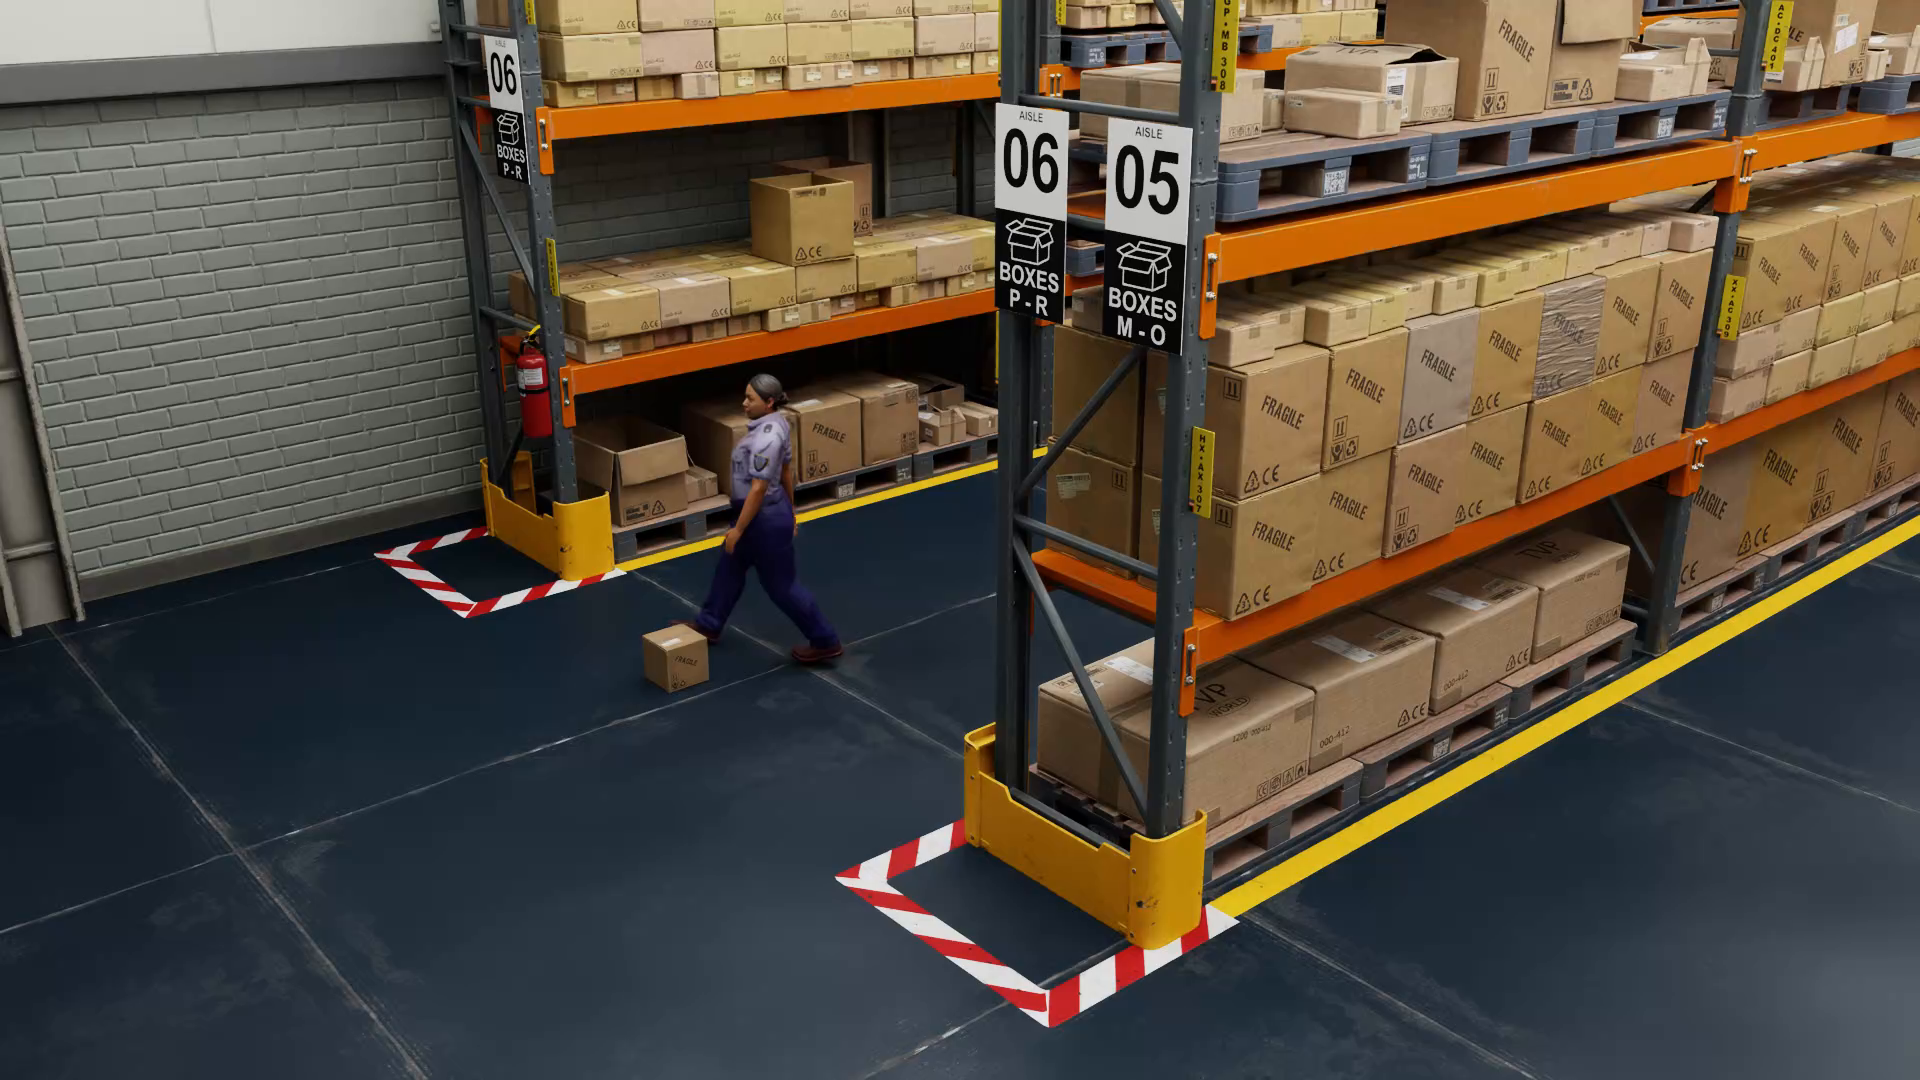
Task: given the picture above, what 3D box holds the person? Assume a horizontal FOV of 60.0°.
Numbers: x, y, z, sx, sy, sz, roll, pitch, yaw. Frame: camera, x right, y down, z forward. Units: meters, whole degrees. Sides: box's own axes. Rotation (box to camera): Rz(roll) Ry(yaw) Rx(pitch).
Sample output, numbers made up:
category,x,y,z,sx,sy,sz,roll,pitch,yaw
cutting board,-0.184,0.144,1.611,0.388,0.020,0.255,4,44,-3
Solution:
category,x,y,z,sx,sy,sz,roll,pitch,yaw
person,-1.148,-0.110,8.953,0.990,1.573,0.503,-1,21,-2
